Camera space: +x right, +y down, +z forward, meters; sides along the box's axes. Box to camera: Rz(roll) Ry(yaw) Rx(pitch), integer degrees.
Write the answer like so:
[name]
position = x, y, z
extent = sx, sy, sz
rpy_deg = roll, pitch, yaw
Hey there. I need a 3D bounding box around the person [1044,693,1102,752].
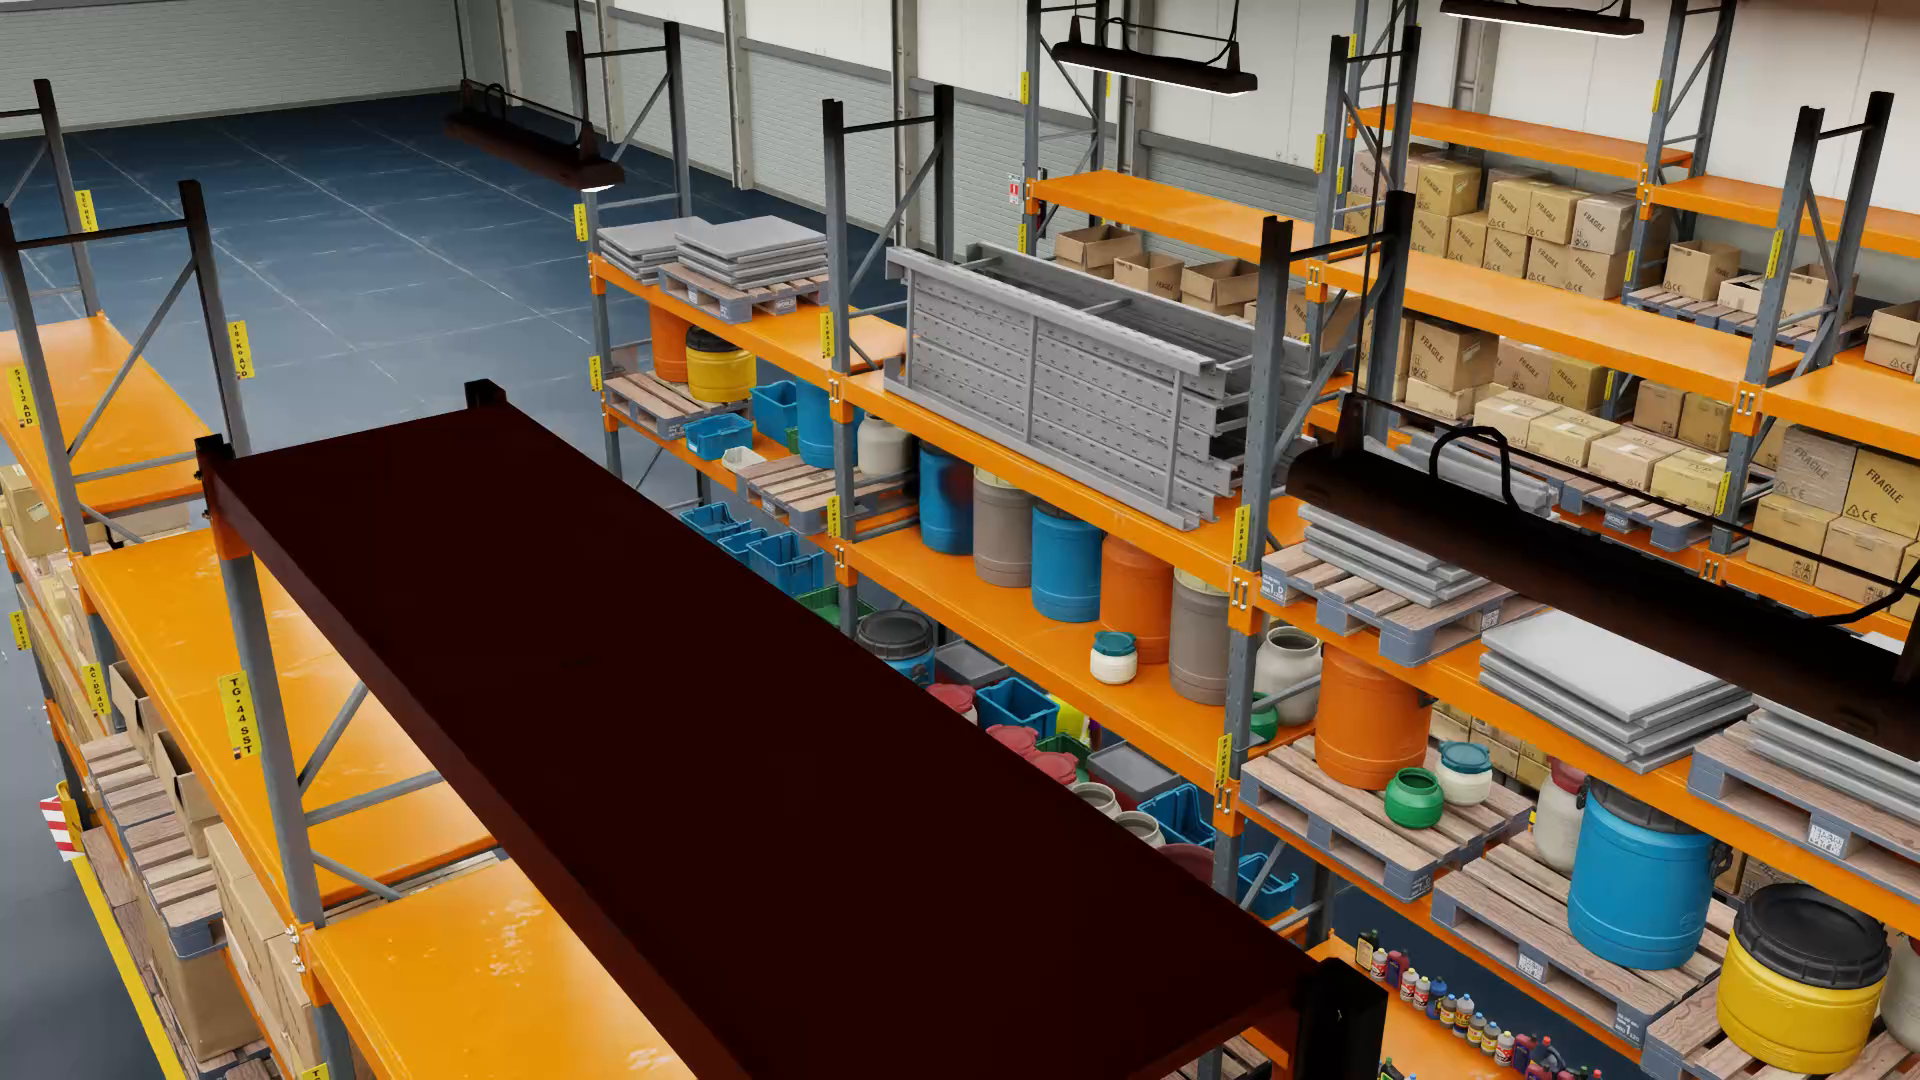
[person]
position = 0.803, 1.698, 13.194
extent = 0.596, 1.777, 0.394
rpy_deg = -5, 25, -11
